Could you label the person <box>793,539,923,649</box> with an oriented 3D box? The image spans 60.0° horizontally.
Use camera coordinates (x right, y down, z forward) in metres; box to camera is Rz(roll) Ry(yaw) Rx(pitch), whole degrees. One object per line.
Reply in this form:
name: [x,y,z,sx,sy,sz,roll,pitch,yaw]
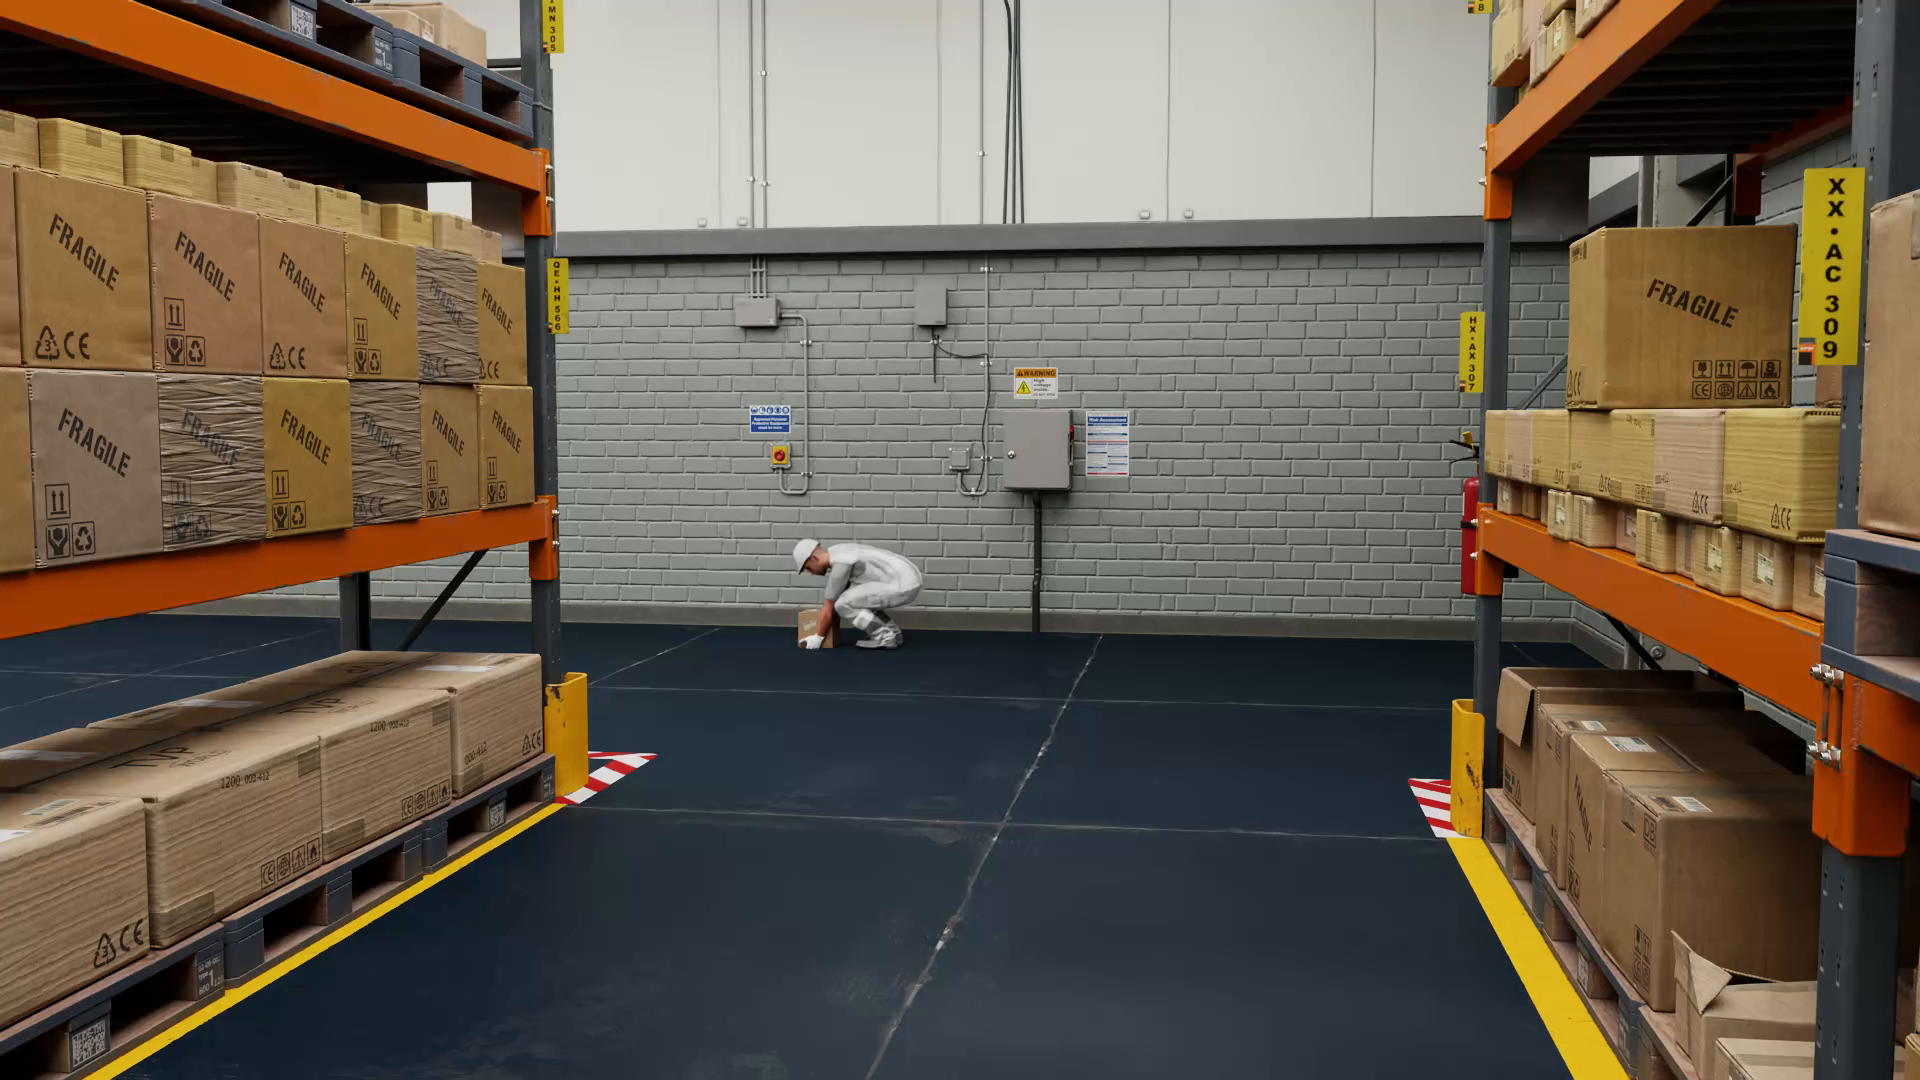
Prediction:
person: [-0.736,0.421,12.024,0.931,0.861,0.543,1,4,8]
